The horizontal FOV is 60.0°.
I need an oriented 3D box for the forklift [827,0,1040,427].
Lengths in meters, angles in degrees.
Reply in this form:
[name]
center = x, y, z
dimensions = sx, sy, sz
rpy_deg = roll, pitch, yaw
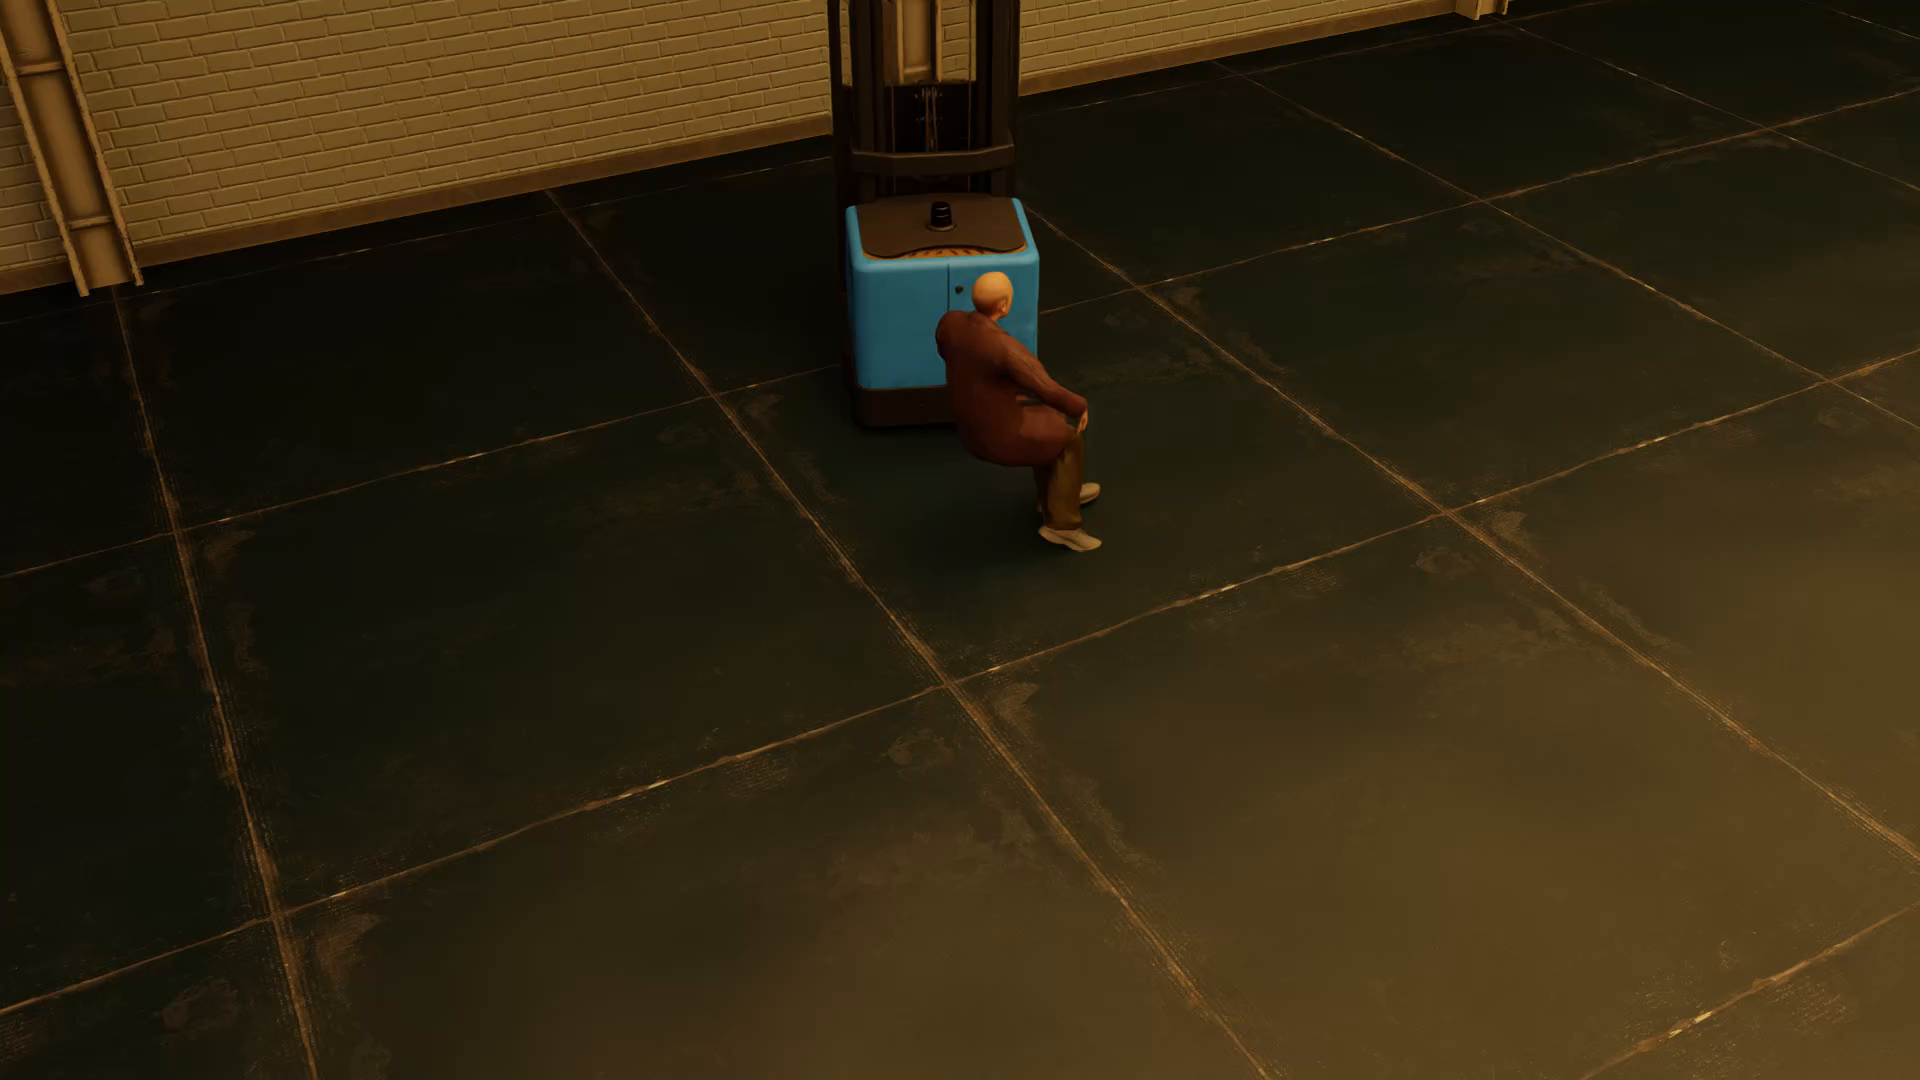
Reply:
[forklift]
center = -0.233, -2.676, 9.909
dimensions = 1.130, 2.935, 3.031
rpy_deg = -4, 35, -5

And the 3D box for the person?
[person]
center = 0.348, -0.698, 8.380
dimensions = 0.909, 1.564, 0.865
rpy_deg = -30, 45, -35
